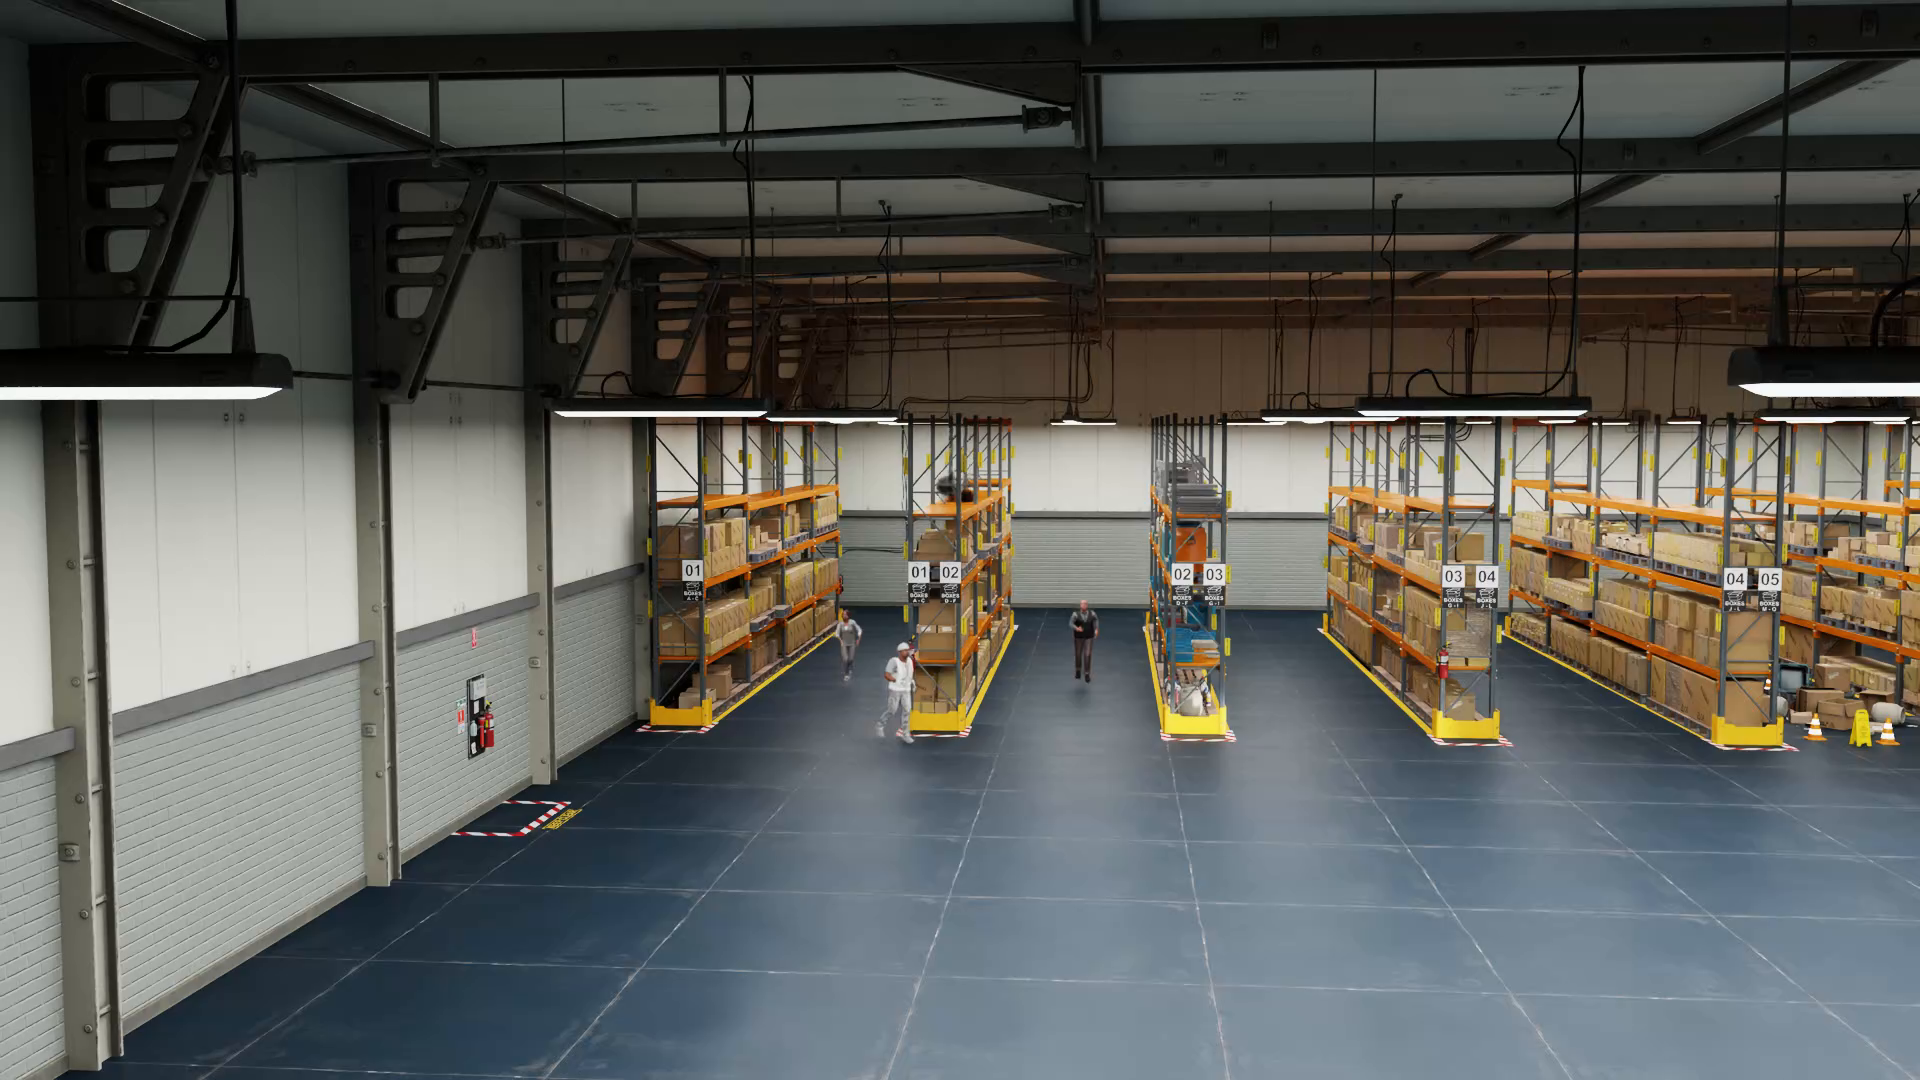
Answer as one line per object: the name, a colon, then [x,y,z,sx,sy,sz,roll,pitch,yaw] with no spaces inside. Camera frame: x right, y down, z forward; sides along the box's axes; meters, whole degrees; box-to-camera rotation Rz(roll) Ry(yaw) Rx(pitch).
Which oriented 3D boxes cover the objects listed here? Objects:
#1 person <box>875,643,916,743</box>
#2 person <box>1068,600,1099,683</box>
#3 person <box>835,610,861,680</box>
person: [-1.081,2.768,30.449,0.734,1.783,0.909,-3,5,-41]
person: [2.690,2.170,36.137,0.676,1.766,0.827,0,4,-2]
person: [-2.410,2.270,35.766,0.560,1.535,0.554,0,4,2]
